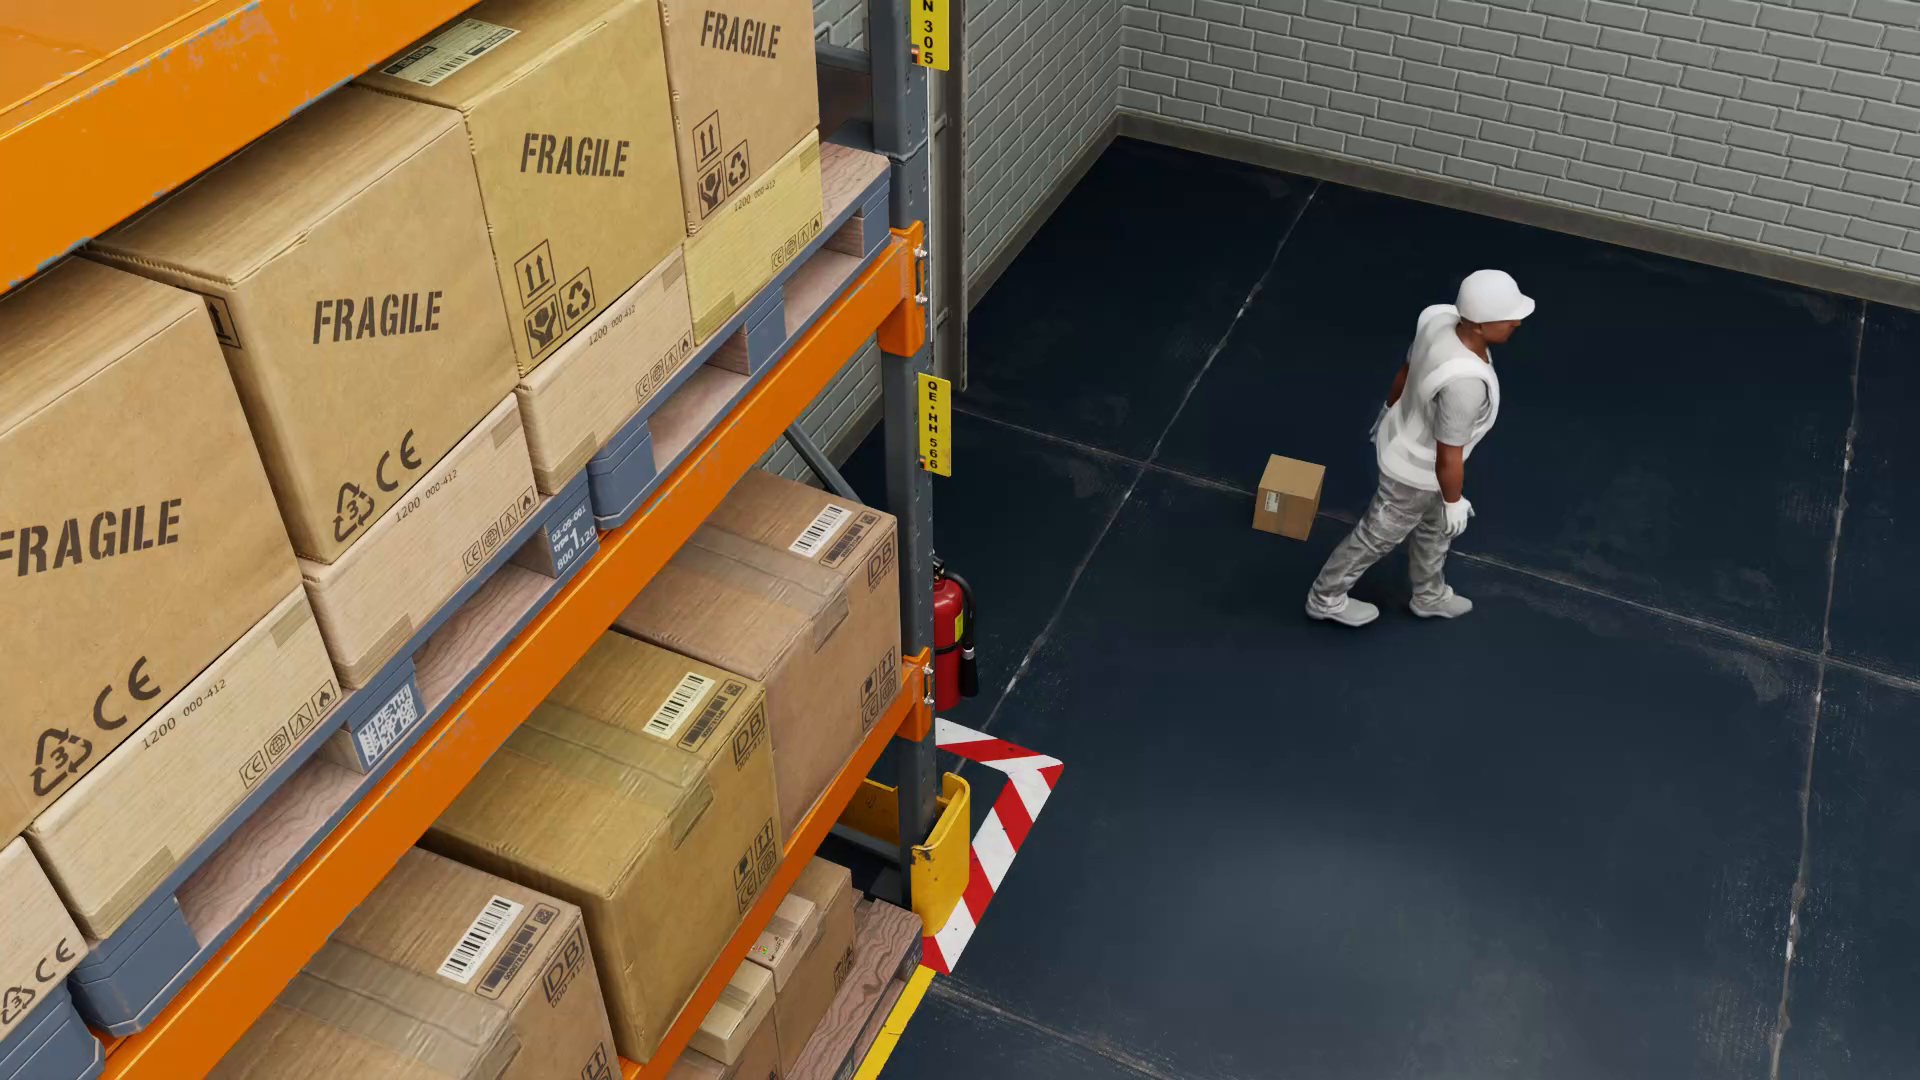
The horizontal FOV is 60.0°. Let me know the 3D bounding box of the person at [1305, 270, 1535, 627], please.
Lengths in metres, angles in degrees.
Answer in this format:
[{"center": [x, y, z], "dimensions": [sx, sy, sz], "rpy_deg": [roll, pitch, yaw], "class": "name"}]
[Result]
[{"center": [1.819, -0.289, 6.485], "dimensions": [0.713, 1.802, 0.593], "rpy_deg": [8, 42, 9], "class": "person"}]
